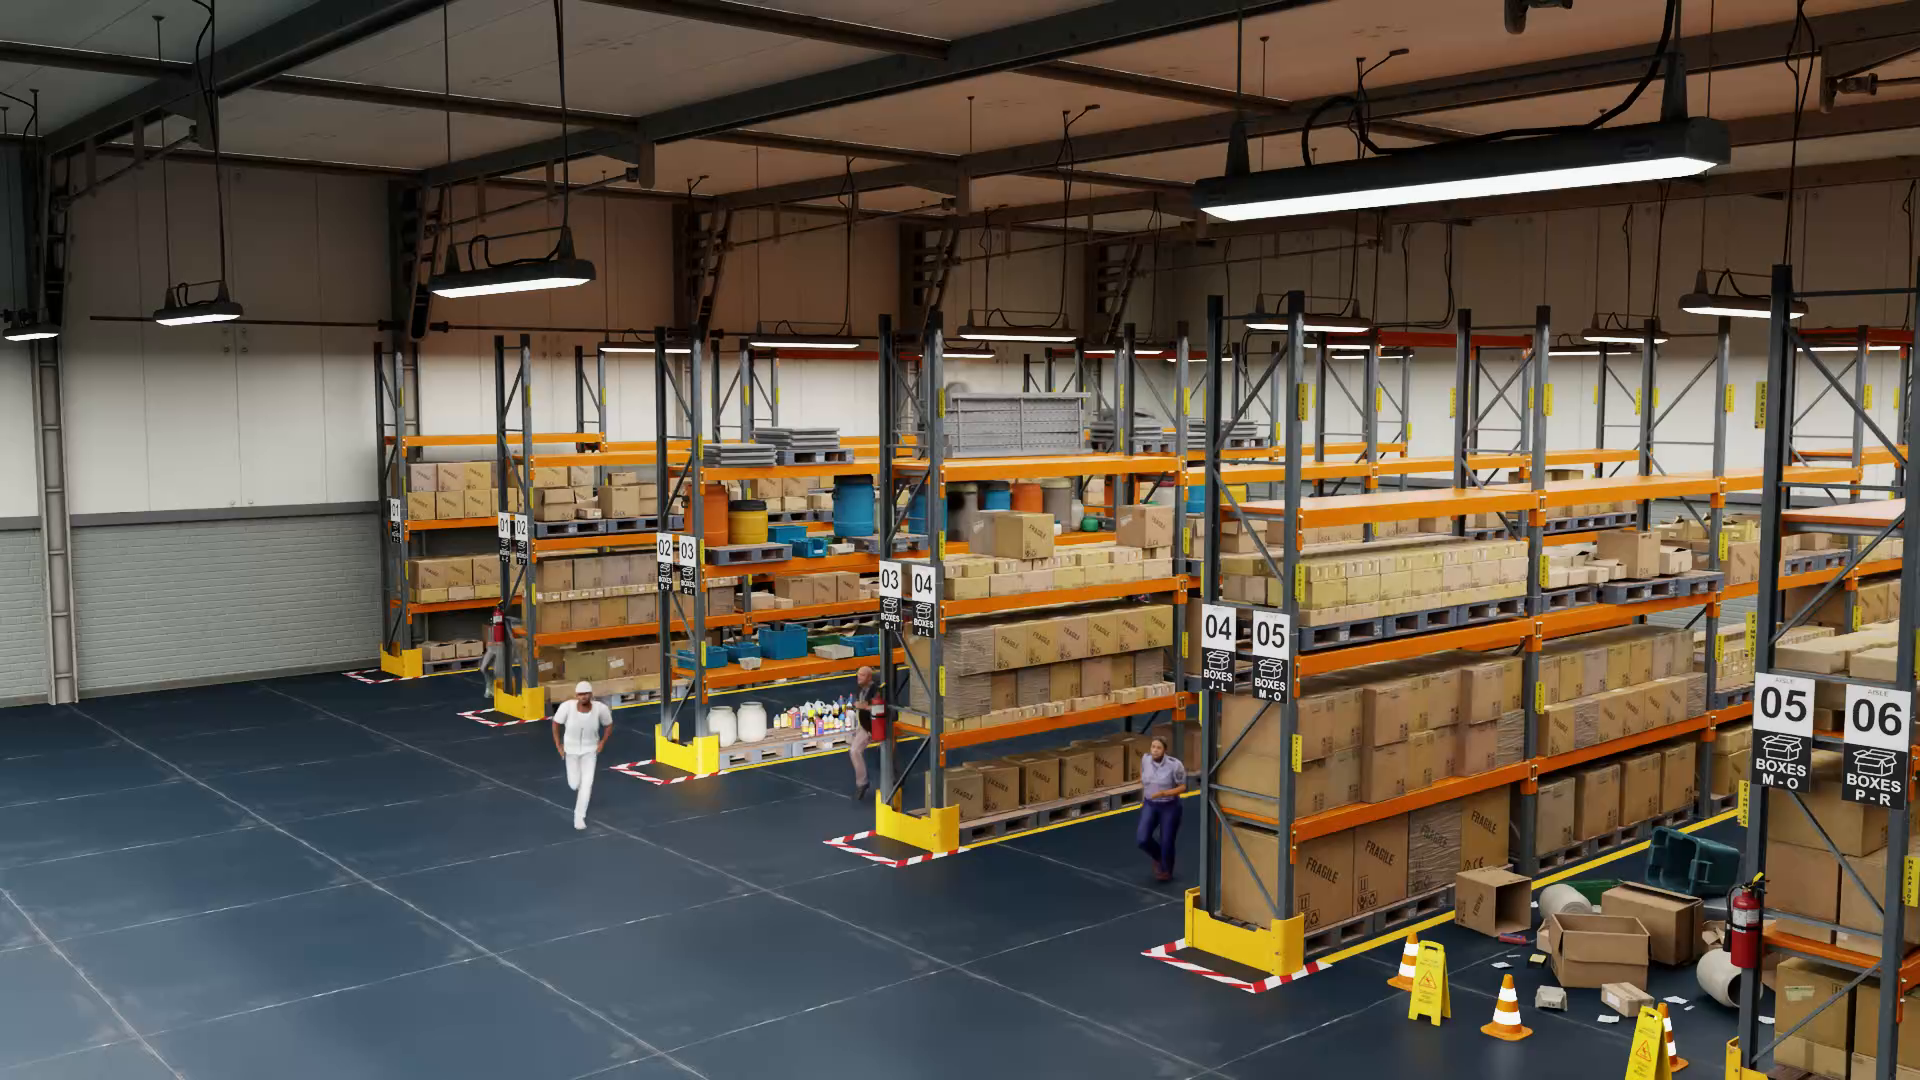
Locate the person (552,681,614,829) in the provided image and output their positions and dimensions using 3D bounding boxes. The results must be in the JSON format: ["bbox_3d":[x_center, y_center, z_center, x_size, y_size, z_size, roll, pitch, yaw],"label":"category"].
[{"bbox_3d":[-4.504,2.522,19.894,0.714,1.741,0.856,-1,5,-8],"label":"person"}]

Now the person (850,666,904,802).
[{"bbox_3d":[-1.045,2.418,21.002,0.649,1.719,0.942,4,6,36],"label":"person"}]

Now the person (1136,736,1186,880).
[{"bbox_3d":[2.081,2.790,17.263,0.564,1.571,0.705,2,6,24],"label":"person"}]

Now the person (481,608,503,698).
[{"bbox_3d":[-7.694,1.867,27.645,0.557,1.567,0.590,3,6,29],"label":"person"}]
